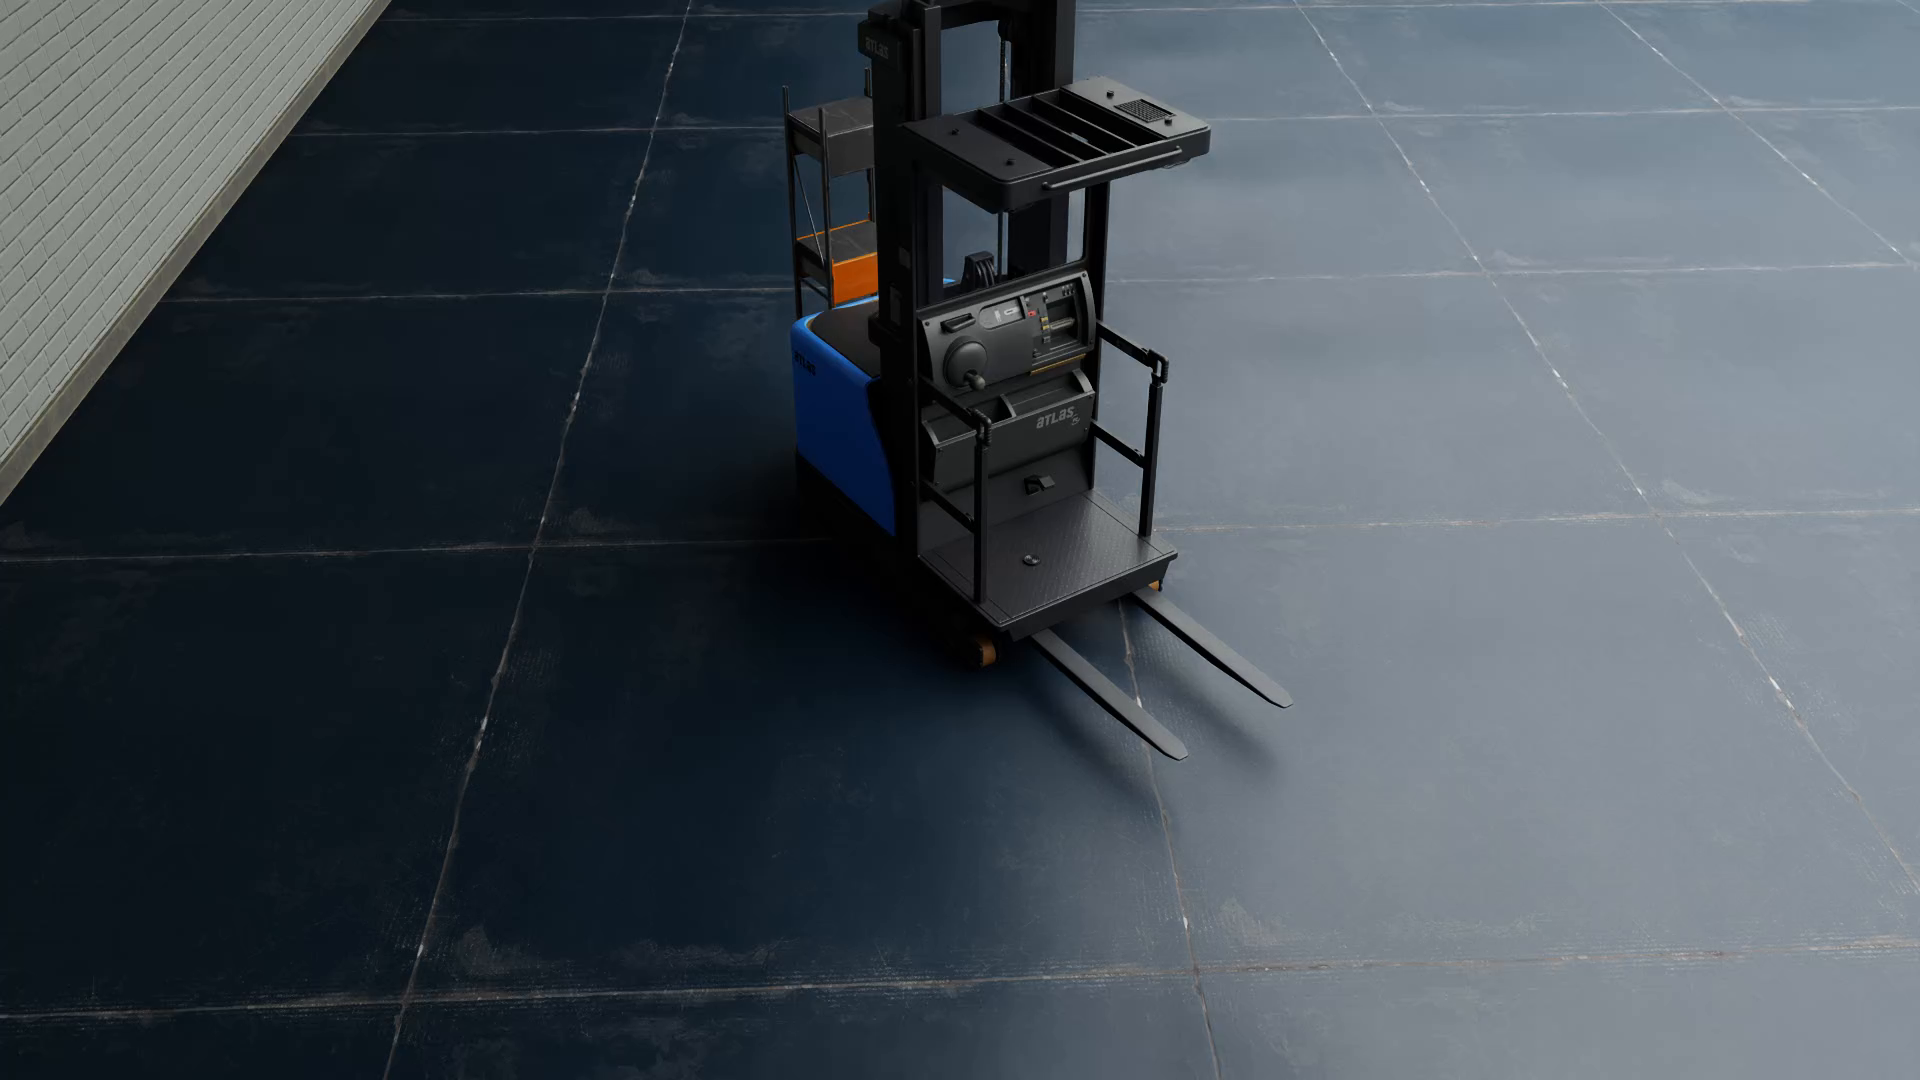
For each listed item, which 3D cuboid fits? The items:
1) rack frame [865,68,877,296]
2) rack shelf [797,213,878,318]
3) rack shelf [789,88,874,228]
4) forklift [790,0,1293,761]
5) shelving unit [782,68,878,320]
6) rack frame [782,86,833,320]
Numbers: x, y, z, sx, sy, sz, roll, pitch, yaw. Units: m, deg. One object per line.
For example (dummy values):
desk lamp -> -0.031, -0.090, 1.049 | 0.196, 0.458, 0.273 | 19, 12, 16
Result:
rack frame -> -0.378, -1.496, 9.103 | 0.015, 2.100, 0.400 | -21, 40, -27
rack shelf -> -0.580, -1.407, 8.998 | 0.480, 0.518, 0.431 | -21, 40, -27
rack shelf -> -0.580, -1.983, 8.600 | 0.480, 0.518, 0.431 | -21, 40, -27
forklift -> 0.353, -0.908, 7.523 | 1.130, 2.935, 3.031 | -21, 40, -27
shelving unit -> -0.580, -1.418, 8.990 | 0.503, 2.100, 0.431 | -21, 40, -27
rack frame -> -0.782, -1.340, 8.878 | 0.015, 2.100, 0.400 | -21, 40, -27
